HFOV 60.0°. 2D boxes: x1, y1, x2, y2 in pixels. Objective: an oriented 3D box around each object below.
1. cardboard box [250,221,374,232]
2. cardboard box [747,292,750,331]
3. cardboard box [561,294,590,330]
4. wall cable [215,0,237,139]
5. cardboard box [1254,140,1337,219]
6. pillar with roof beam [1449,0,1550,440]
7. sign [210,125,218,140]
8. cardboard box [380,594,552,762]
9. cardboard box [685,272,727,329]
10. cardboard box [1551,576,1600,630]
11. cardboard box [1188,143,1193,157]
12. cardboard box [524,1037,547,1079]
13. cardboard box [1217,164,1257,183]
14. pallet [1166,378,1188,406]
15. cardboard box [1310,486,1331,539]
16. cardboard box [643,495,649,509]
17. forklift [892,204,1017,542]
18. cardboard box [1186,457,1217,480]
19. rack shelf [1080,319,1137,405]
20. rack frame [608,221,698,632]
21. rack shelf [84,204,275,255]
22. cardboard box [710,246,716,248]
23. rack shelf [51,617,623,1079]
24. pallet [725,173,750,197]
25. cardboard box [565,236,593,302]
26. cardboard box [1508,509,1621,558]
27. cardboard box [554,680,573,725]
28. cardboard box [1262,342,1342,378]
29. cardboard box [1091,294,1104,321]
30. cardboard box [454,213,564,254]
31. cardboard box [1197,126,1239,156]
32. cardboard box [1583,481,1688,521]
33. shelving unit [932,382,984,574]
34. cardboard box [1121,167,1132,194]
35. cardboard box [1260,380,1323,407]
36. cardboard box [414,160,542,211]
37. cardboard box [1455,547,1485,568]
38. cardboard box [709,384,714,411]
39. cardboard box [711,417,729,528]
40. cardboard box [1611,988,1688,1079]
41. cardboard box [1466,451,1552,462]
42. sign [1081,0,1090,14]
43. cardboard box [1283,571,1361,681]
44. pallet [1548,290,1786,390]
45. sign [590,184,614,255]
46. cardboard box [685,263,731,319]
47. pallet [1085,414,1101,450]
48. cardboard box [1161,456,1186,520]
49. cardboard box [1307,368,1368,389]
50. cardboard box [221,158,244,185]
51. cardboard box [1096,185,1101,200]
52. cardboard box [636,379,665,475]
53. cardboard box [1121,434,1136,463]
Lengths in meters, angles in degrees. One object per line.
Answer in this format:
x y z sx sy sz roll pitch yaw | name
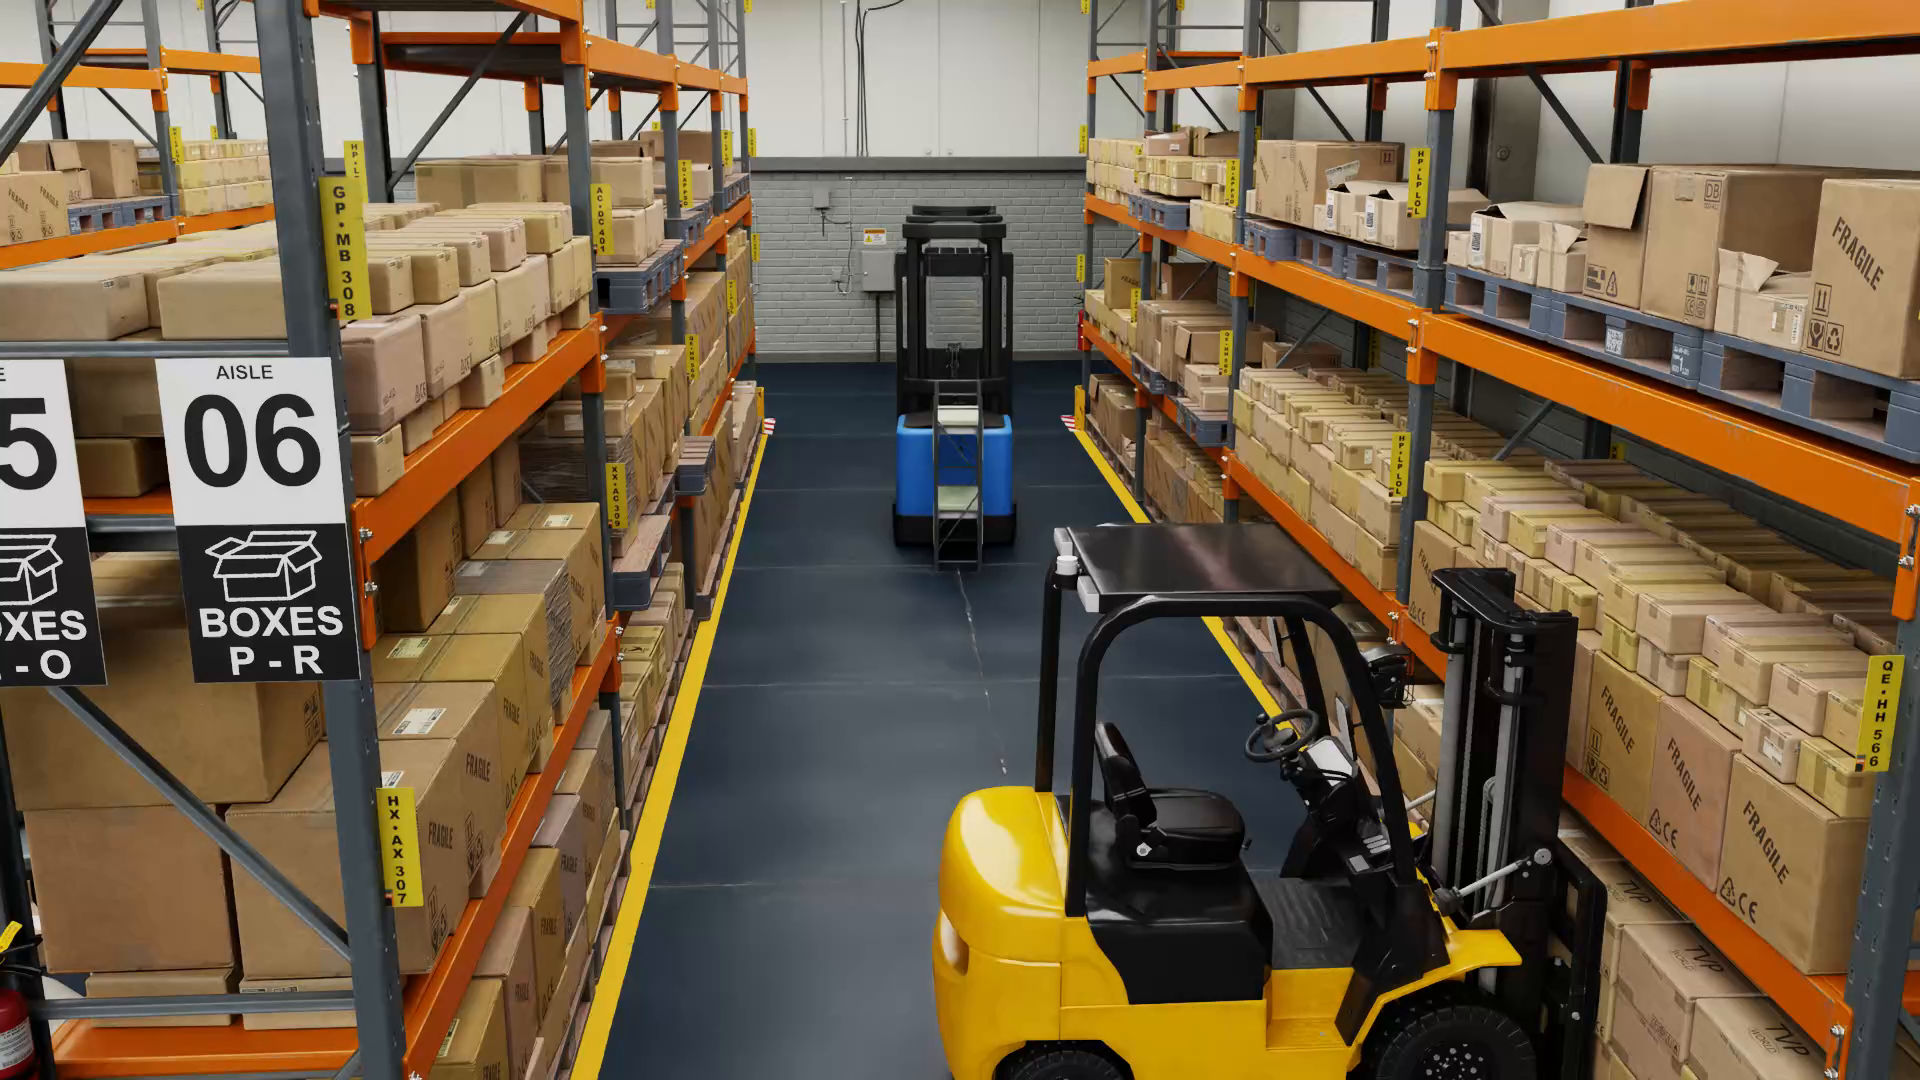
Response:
-2.388 -1.096 6.149 0.380 0.149 0.250 -1 14 -4 | cardboard box
-2.650 -2.577 18.820 0.500 0.500 0.500 -1 14 -5 | cardboard box
-1.892 -1.042 7.540 0.380 0.149 0.250 -1 14 -3 | cardboard box
-9.762 -8.539 23.699 2.277 5.999 0.120 -1 14 -3 | wall cable
2.291 -2.426 11.172 0.500 0.500 0.500 -1 14 -3 | cardboard box
-0.827 -3.386 10.126 9.100 9.000 0.400 -1 14 -3 | pillar with roof beam
-8.436 -4.535 18.859 0.100 0.325 0.005 -1 14 -3 | sign
-1.829 0.514 6.212 0.500 0.500 0.500 -1 14 -5 | cardboard box
-2.434 -2.200 15.349 0.500 0.500 0.500 0 14 -2 | cardboard box
2.570 0.243 6.558 0.380 0.149 0.250 -1 14 -5 | cardboard box
2.494 -3.746 16.245 0.500 0.250 0.500 -1 14 -4 | cardboard box
-1.767 2.006 5.884 0.500 0.250 0.500 0 14 -1 | cardboard box
2.221 -2.852 12.974 0.380 0.149 0.250 -1 14 -4 | cardboard box
2.364 -1.248 14.241 1.003 0.211 1.213 -1 14 -3 | pallet
2.408 -0.160 9.929 0.500 0.250 0.500 -1 14 -3 | cardboard box
-2.024 -0.266 9.704 0.380 0.149 0.250 -1 14 -3 | cardboard box
-0.052 -1.707 15.780 1.130 2.935 3.031 0 14 0 | forklift
2.152 -0.613 14.262 0.380 0.149 0.250 -2 15 -6 | cardboard box
2.117 -2.001 18.227 1.077 0.370 4.000 -1 14 -3 | rack shelf
-2.465 -0.780 12.036 1.000 3.000 0.127 -1 14 -3 | rack frame
-7.771 -3.274 17.157 1.077 0.370 4.000 -1 14 -3 | rack shelf
-2.563 -2.830 16.497 0.380 0.149 0.250 -1 14 -4 | cardboard box
-2.093 1.061 6.326 1.077 0.370 4.000 -1 14 -3 | rack shelf
-2.904 -3.995 18.690 1.003 0.211 1.213 -1 14 -3 | pallet
-1.921 -1.203 7.366 0.500 0.250 0.500 -1 14 -4 | cardboard box
2.548 -0.028 7.018 0.380 0.149 0.250 -1 14 -4 | cardboard box
-1.827 0.665 6.927 0.380 0.149 0.250 -1 14 -4 | cardboard box
2.613 -1.239 12.780 0.500 0.500 0.500 0 14 -1 | cardboard box
1.784 -2.676 19.110 0.500 0.250 0.500 -1 14 -3 | cardboard box
-1.813 -1.234 6.688 0.380 0.149 0.250 0 14 -2 | cardboard box
2.378 -3.639 15.163 0.396 0.266 0.258 -1 14 -3 | cardboard box
3.062 -0.166 7.550 0.380 0.149 0.250 -1 14 -4 | cardboard box
-0.017 -0.538 14.106 0.431 1.500 0.755 0 14 0 | shelving unit
1.919 -3.621 16.765 0.500 0.250 0.500 -1 14 -5 | cardboard box
2.274 -1.006 11.414 0.380 0.149 0.250 0 14 -2 | cardboard box
-2.380 -1.752 8.253 0.500 0.250 0.500 -1 14 -2 | cardboard box
2.553 0.333 7.512 0.500 0.500 0.500 -1 14 -2 | cardboard box
-2.354 -1.213 14.023 0.500 0.250 0.500 -1 14 -3 | cardboard box
-2.531 -0.571 14.648 0.875 0.875 0.875 0 14 -2 | cardboard box
2.622 1.778 5.770 0.500 0.250 0.500 -1 14 -4 | cardboard box
2.965 -0.383 8.993 0.380 0.149 0.250 -1 14 -5 | cardboard box
1.452 -6.234 19.164 0.100 0.325 0.005 -1 14 -3 | sign
2.604 0.575 10.696 0.875 0.625 0.625 -1 15 -6 | cardboard box
2.888 -0.758 6.109 1.003 0.211 1.213 -1 14 -3 | pallet
-1.676 -1.498 7.772 0.100 0.325 0.005 -1 14 -3 | sign
-2.500 -2.429 16.241 0.500 0.500 0.500 -1 14 -3 | cardboard box
2.049 -1.279 19.574 1.003 0.211 1.213 -1 14 -3 | pallet
2.116 -0.464 14.985 0.500 0.500 0.500 -1 14 -5 | cardboard box
2.711 -1.142 11.942 0.380 0.149 0.250 0 14 -2 | cardboard box
-7.481 -3.668 16.539 0.500 0.250 0.500 -1 14 -2 | cardboard box
1.735 -3.902 18.658 0.380 0.149 0.250 -1 14 -2 | cardboard box
-2.051 -0.677 9.997 0.500 0.500 0.500 -1 15 -6 | cardboard box
1.892 -0.954 17.358 0.396 0.266 0.258 0 14 -1 | cardboard box
